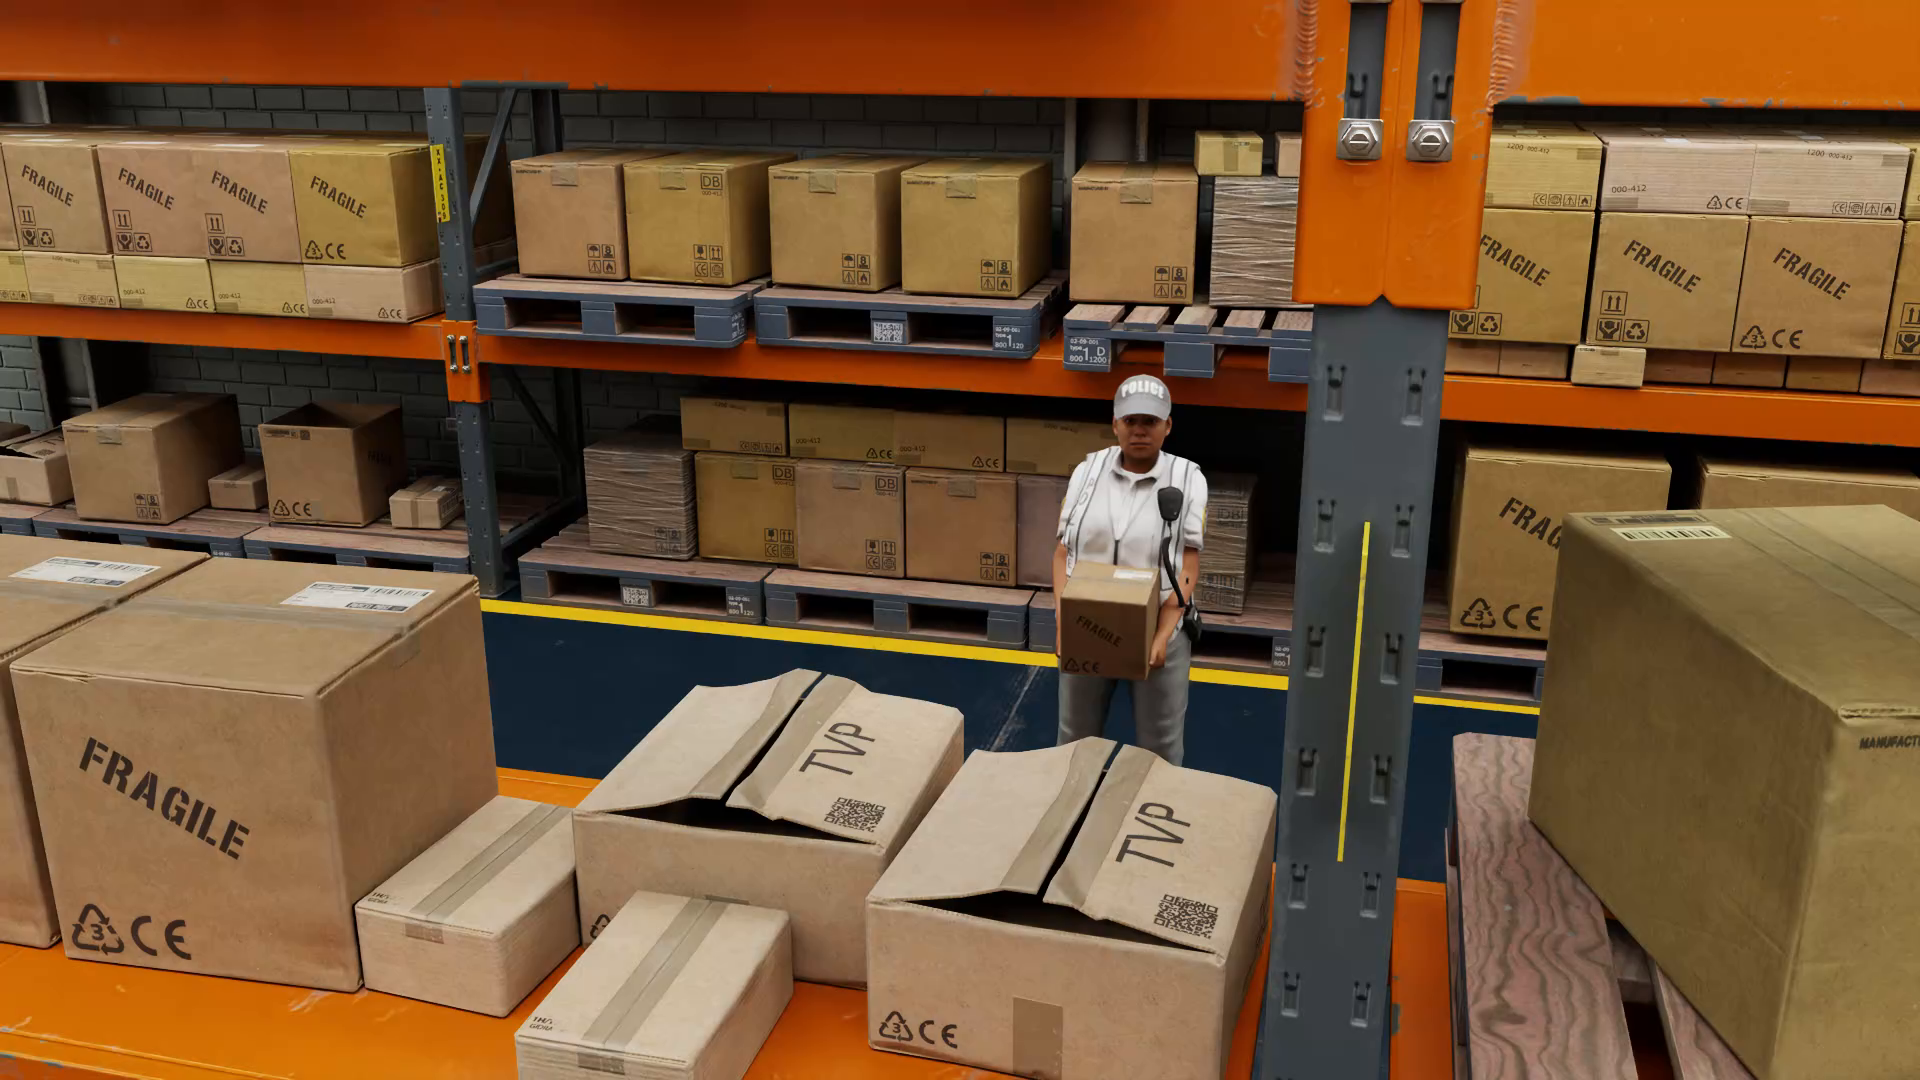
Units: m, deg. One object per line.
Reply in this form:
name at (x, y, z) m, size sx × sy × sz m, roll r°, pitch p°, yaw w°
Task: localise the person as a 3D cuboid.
person at (0.496, 0.333, 5.071) m, size 0.453 × 1.654 × 0.541 m, roll 5°, pitch 19°, yaw 14°
